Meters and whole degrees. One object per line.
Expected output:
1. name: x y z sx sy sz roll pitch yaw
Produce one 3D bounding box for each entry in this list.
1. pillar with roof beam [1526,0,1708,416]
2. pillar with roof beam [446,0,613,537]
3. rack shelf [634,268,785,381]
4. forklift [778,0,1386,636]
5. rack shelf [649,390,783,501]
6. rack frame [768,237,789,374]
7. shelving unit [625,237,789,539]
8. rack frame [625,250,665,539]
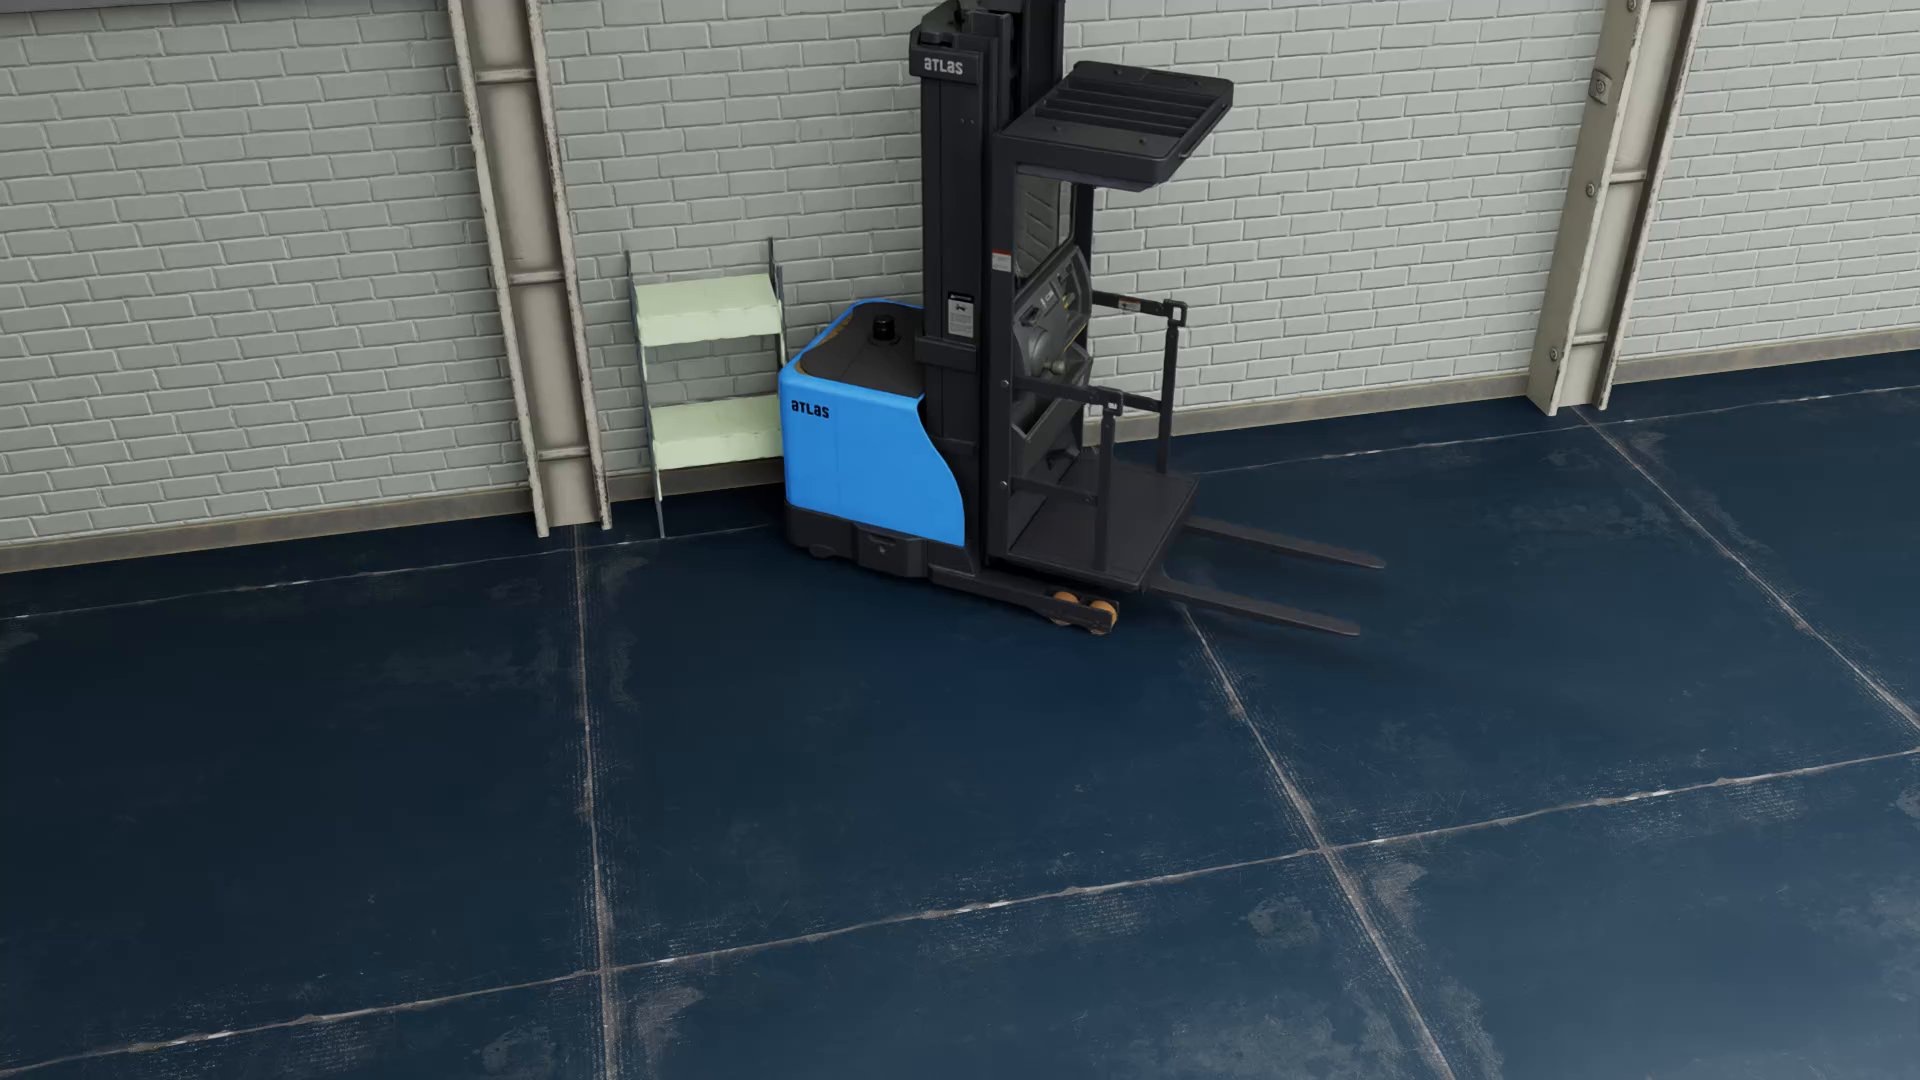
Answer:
1. pillar with roof beam: 4.679 -2.257 4.261 0.400 9.000 9.100 -7 35 -11
2. pillar with roof beam: -1.174 -1.519 3.162 0.400 9.000 9.100 -7 35 -11
3. rack shelf: -1.297 -1.118 8.582 0.720 0.370 0.431 -7 33 -11
4. forklift: 0.635 -1.085 7.960 3.031 2.935 1.130 14 36 19
5. rack shelf: -1.293 -0.515 8.970 0.720 0.370 0.431 -7 33 -11
6. rack frame: -0.938 -0.835 8.860 0.023 1.500 0.400 -7 33 -11
7. shelving unit: -1.295 -0.789 8.794 0.755 1.500 0.431 -7 33 -11
8. rack frame: -1.652 -0.744 8.727 0.023 1.500 0.400 -7 33 -11
